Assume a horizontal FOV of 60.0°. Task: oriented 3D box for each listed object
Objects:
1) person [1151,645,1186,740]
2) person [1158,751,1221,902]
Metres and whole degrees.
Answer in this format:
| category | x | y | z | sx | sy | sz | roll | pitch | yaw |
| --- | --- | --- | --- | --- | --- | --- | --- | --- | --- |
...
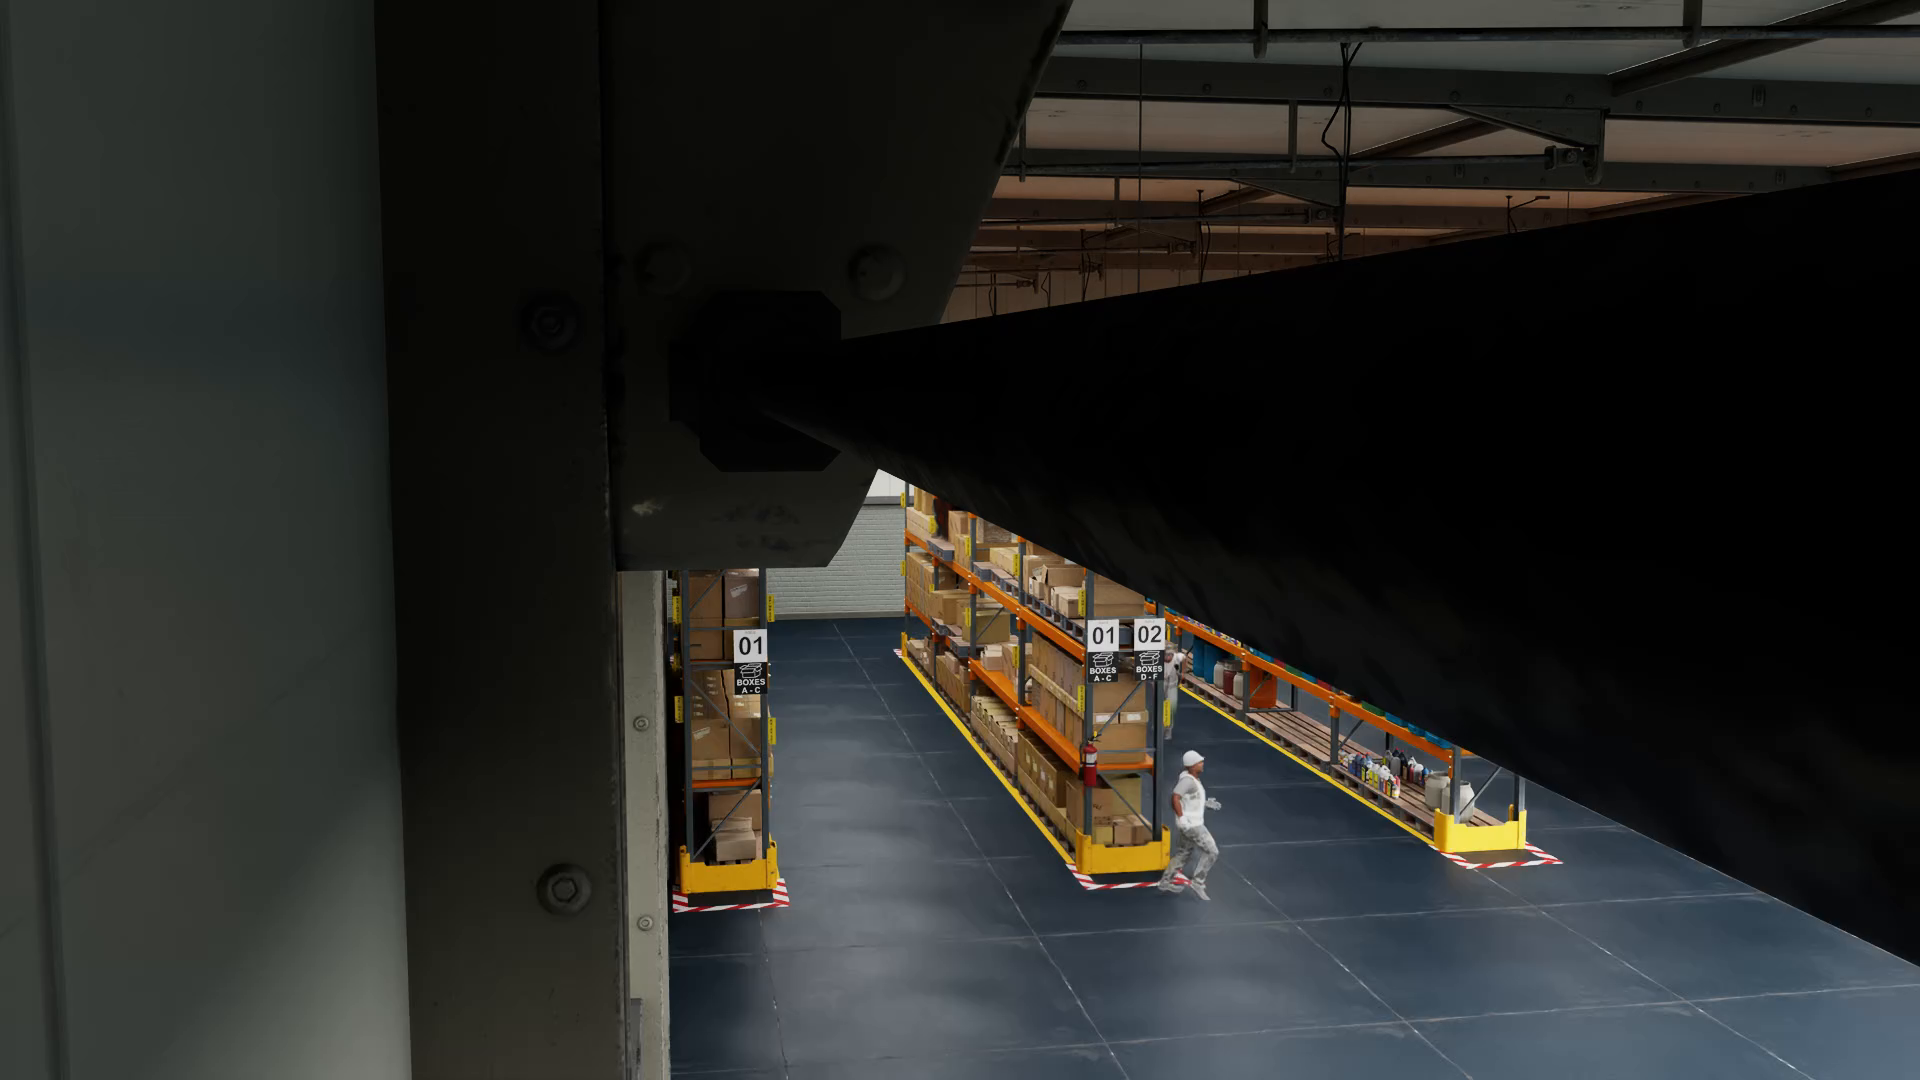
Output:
| category | x | y | z | sx | sy | sz | roll | pitch | yaw |
| --- | --- | --- | --- | --- | --- | --- | --- | --- | --- |
| person | 3.535 | 2.587 | 28.593 | 0.704 | 1.710 | 1.021 | -1 | 6 | -5 |
| person | 2.750 | 3.407 | 19.838 | 0.738 | 1.807 | 0.688 | 0 | 6 | 2 |
